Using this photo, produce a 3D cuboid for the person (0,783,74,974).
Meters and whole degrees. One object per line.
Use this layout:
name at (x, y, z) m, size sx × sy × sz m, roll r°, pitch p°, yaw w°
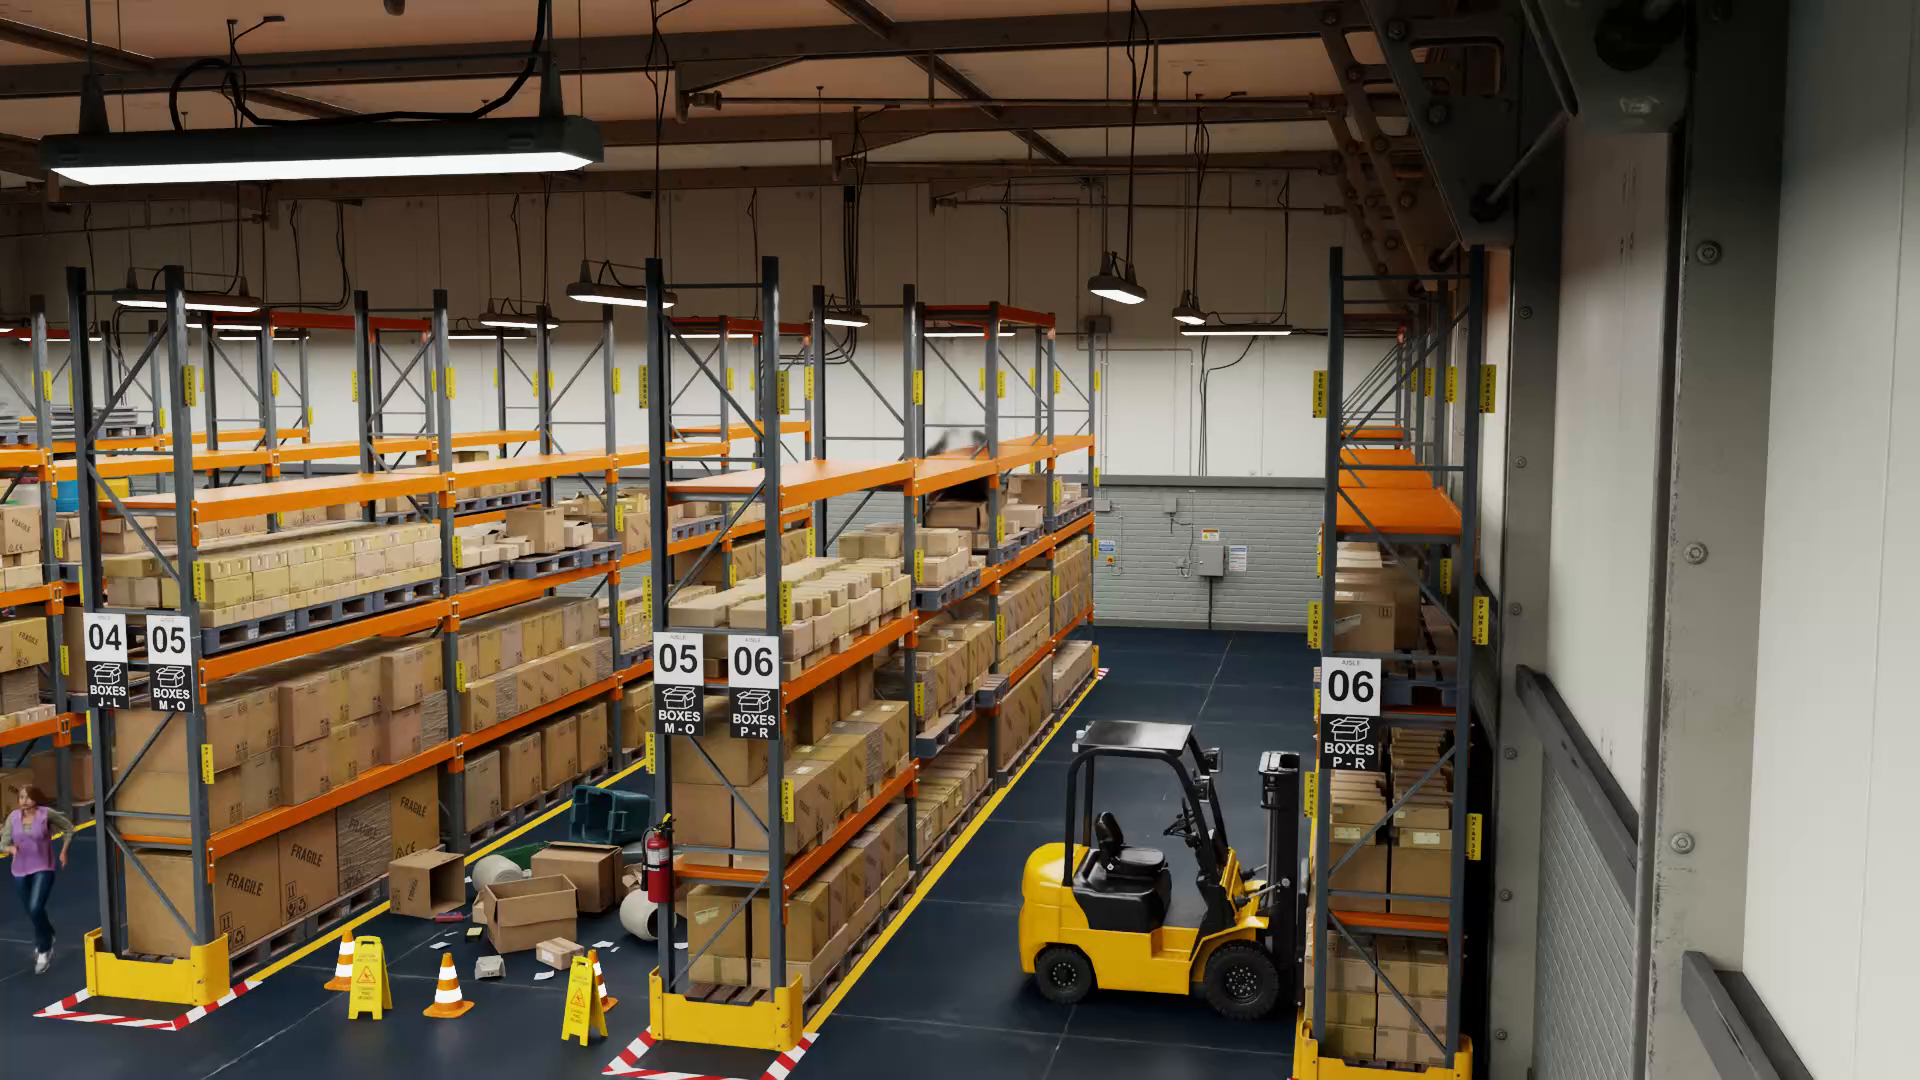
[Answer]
person at (-8.031, 2.913, 14.441) m, size 0.507 × 1.638 × 0.697 m, roll 0°, pitch 6°, yaw -5°
